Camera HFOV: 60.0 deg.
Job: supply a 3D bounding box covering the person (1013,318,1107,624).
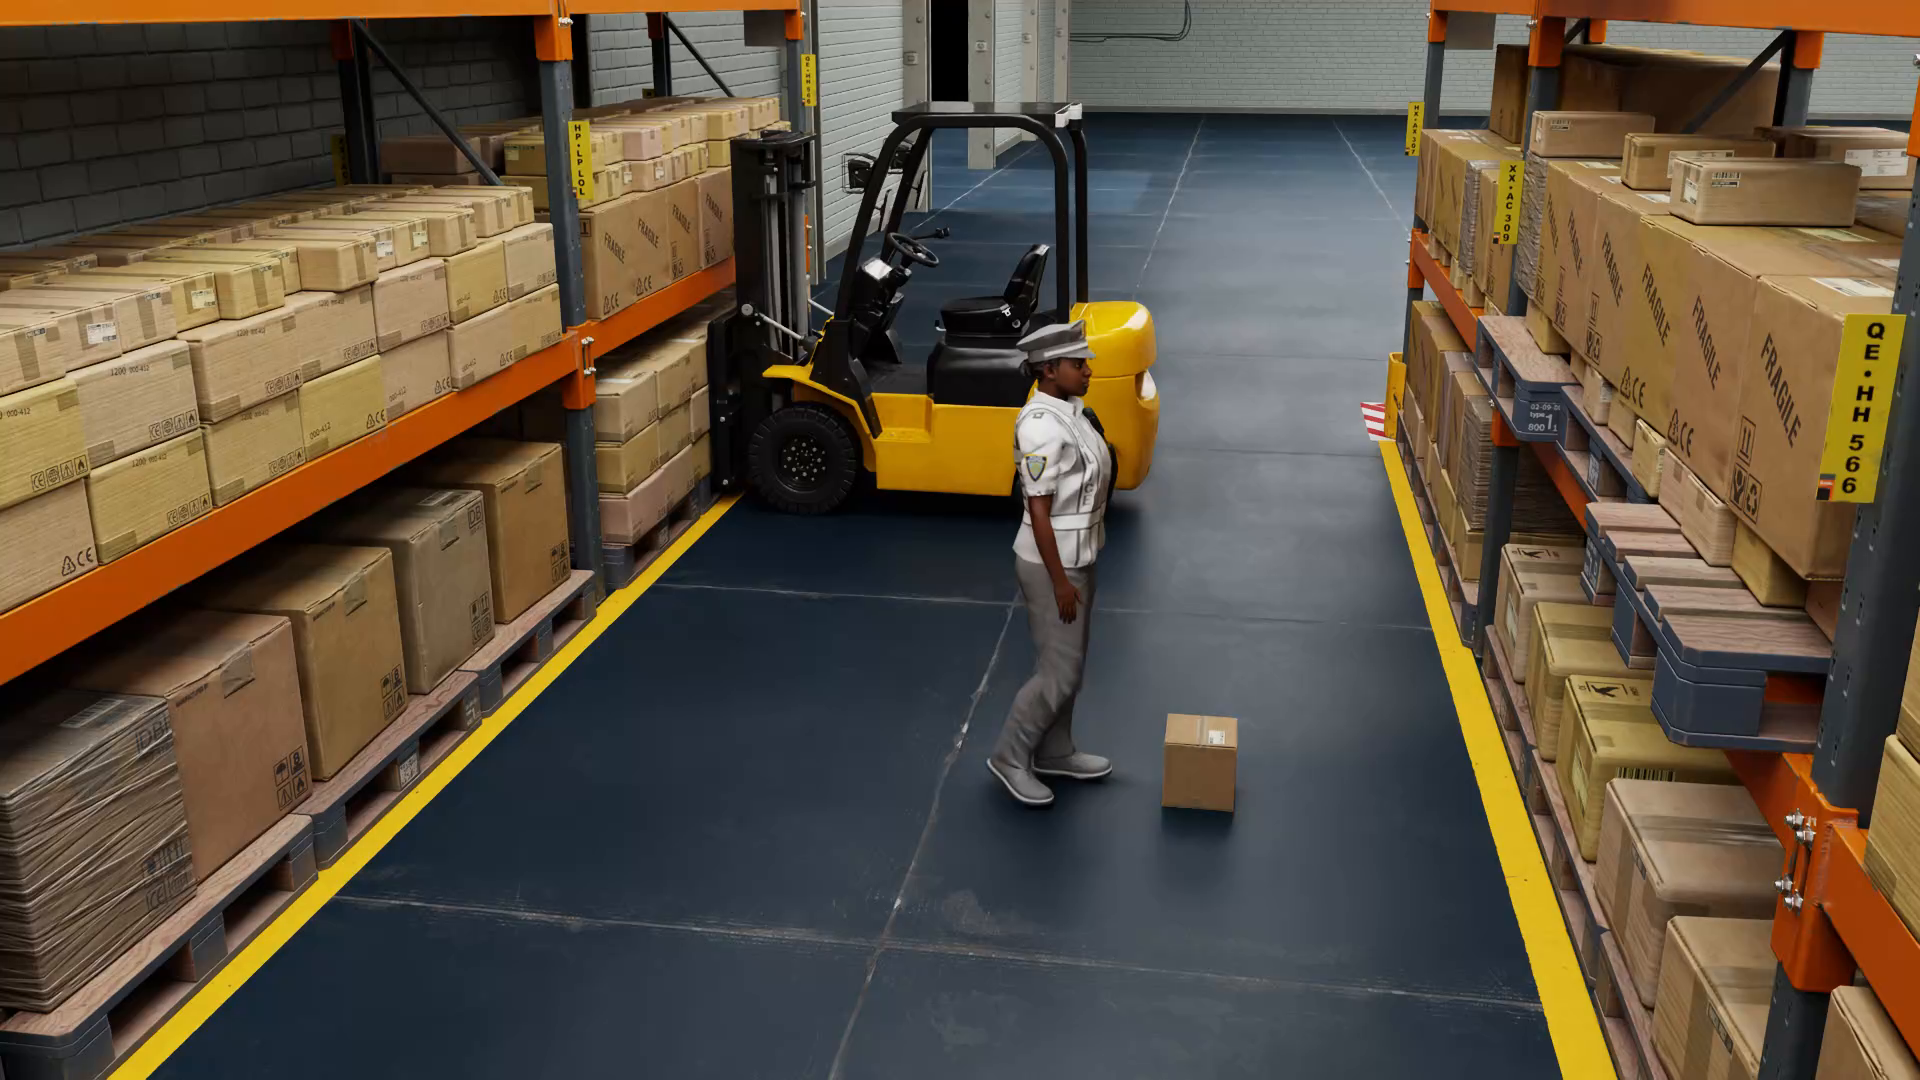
[{"bbox_3d":[0.340,-0.240,5.661,0.312,1.030,0.479,5,19,14],"label":"person"}]
